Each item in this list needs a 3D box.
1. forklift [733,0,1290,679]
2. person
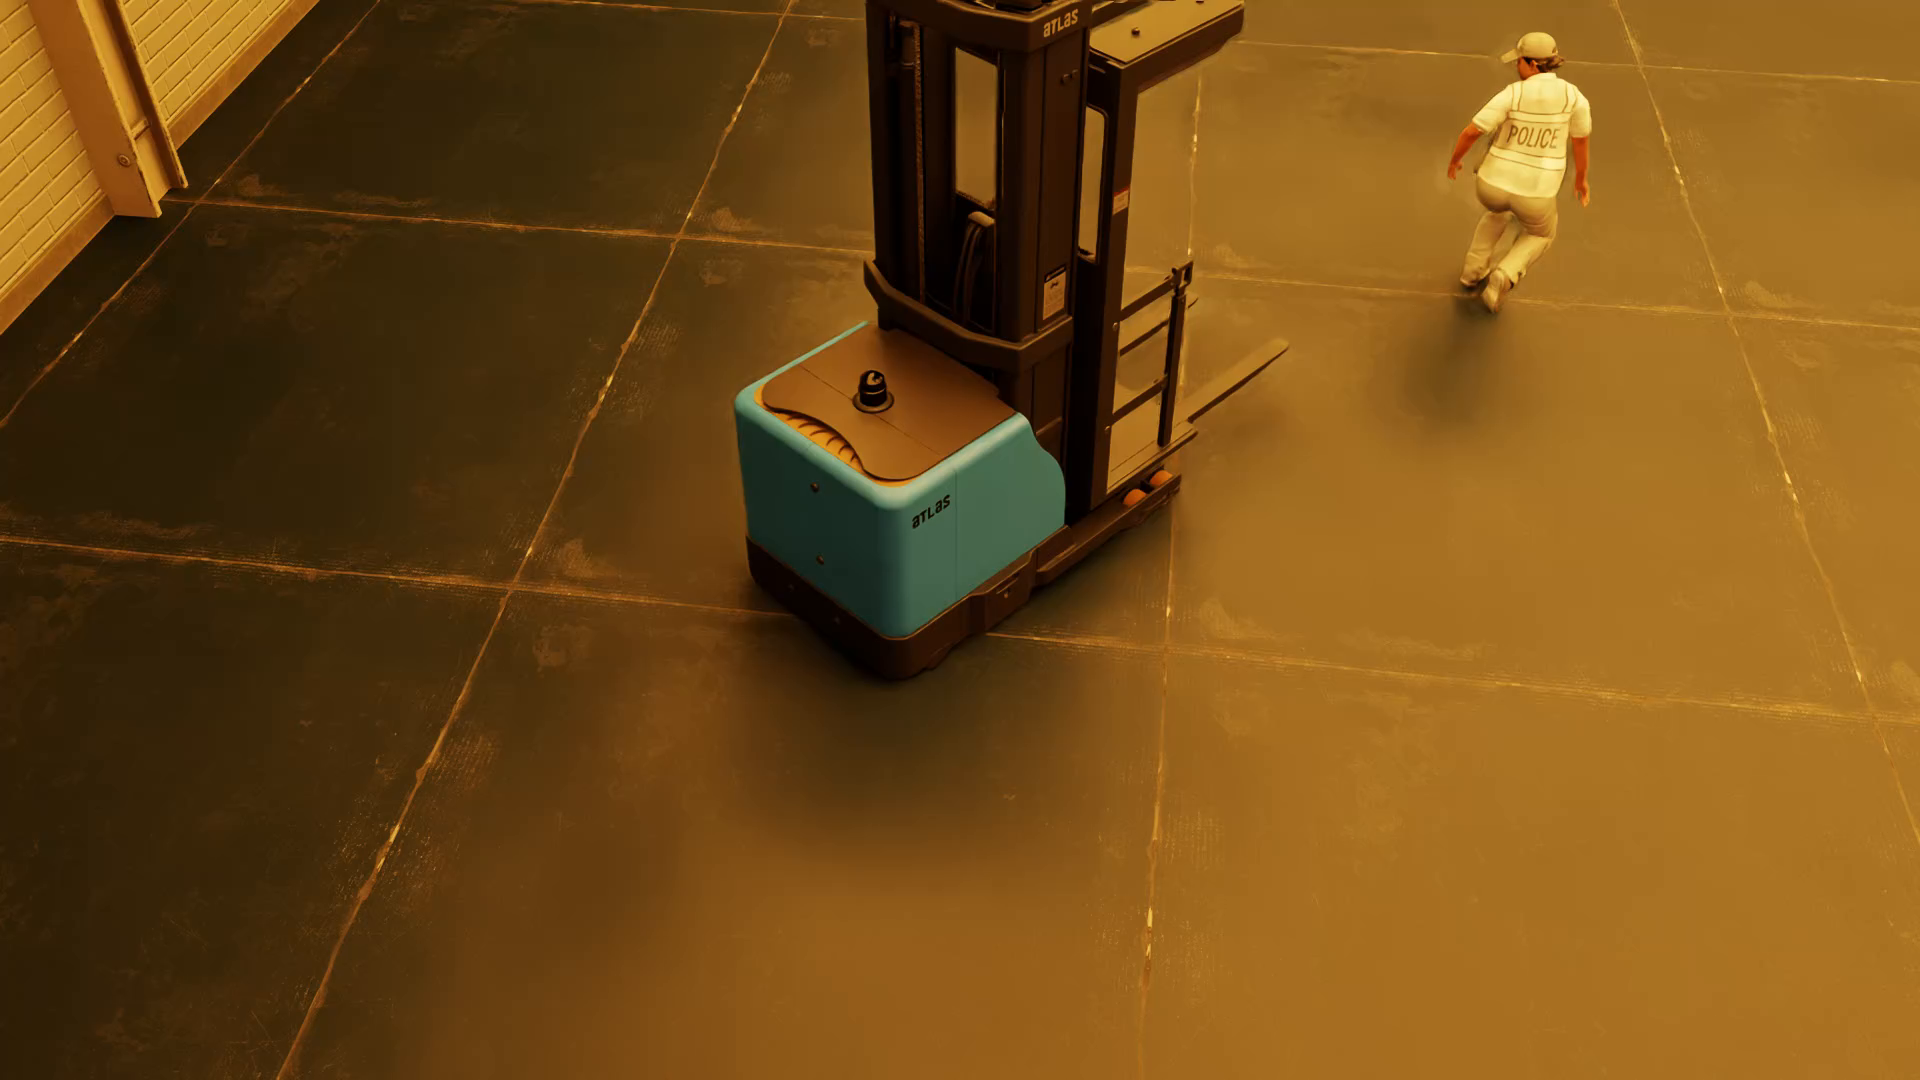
[{"bbox_3d":[0.425,-1.378,7.224,1.130,2.935,3.031,34,52,31],"label":"forklift"},{"bbox_3d":[3.013,-1.959,8.969,0.757,1.456,0.622,18,46,19],"label":"person"}]
